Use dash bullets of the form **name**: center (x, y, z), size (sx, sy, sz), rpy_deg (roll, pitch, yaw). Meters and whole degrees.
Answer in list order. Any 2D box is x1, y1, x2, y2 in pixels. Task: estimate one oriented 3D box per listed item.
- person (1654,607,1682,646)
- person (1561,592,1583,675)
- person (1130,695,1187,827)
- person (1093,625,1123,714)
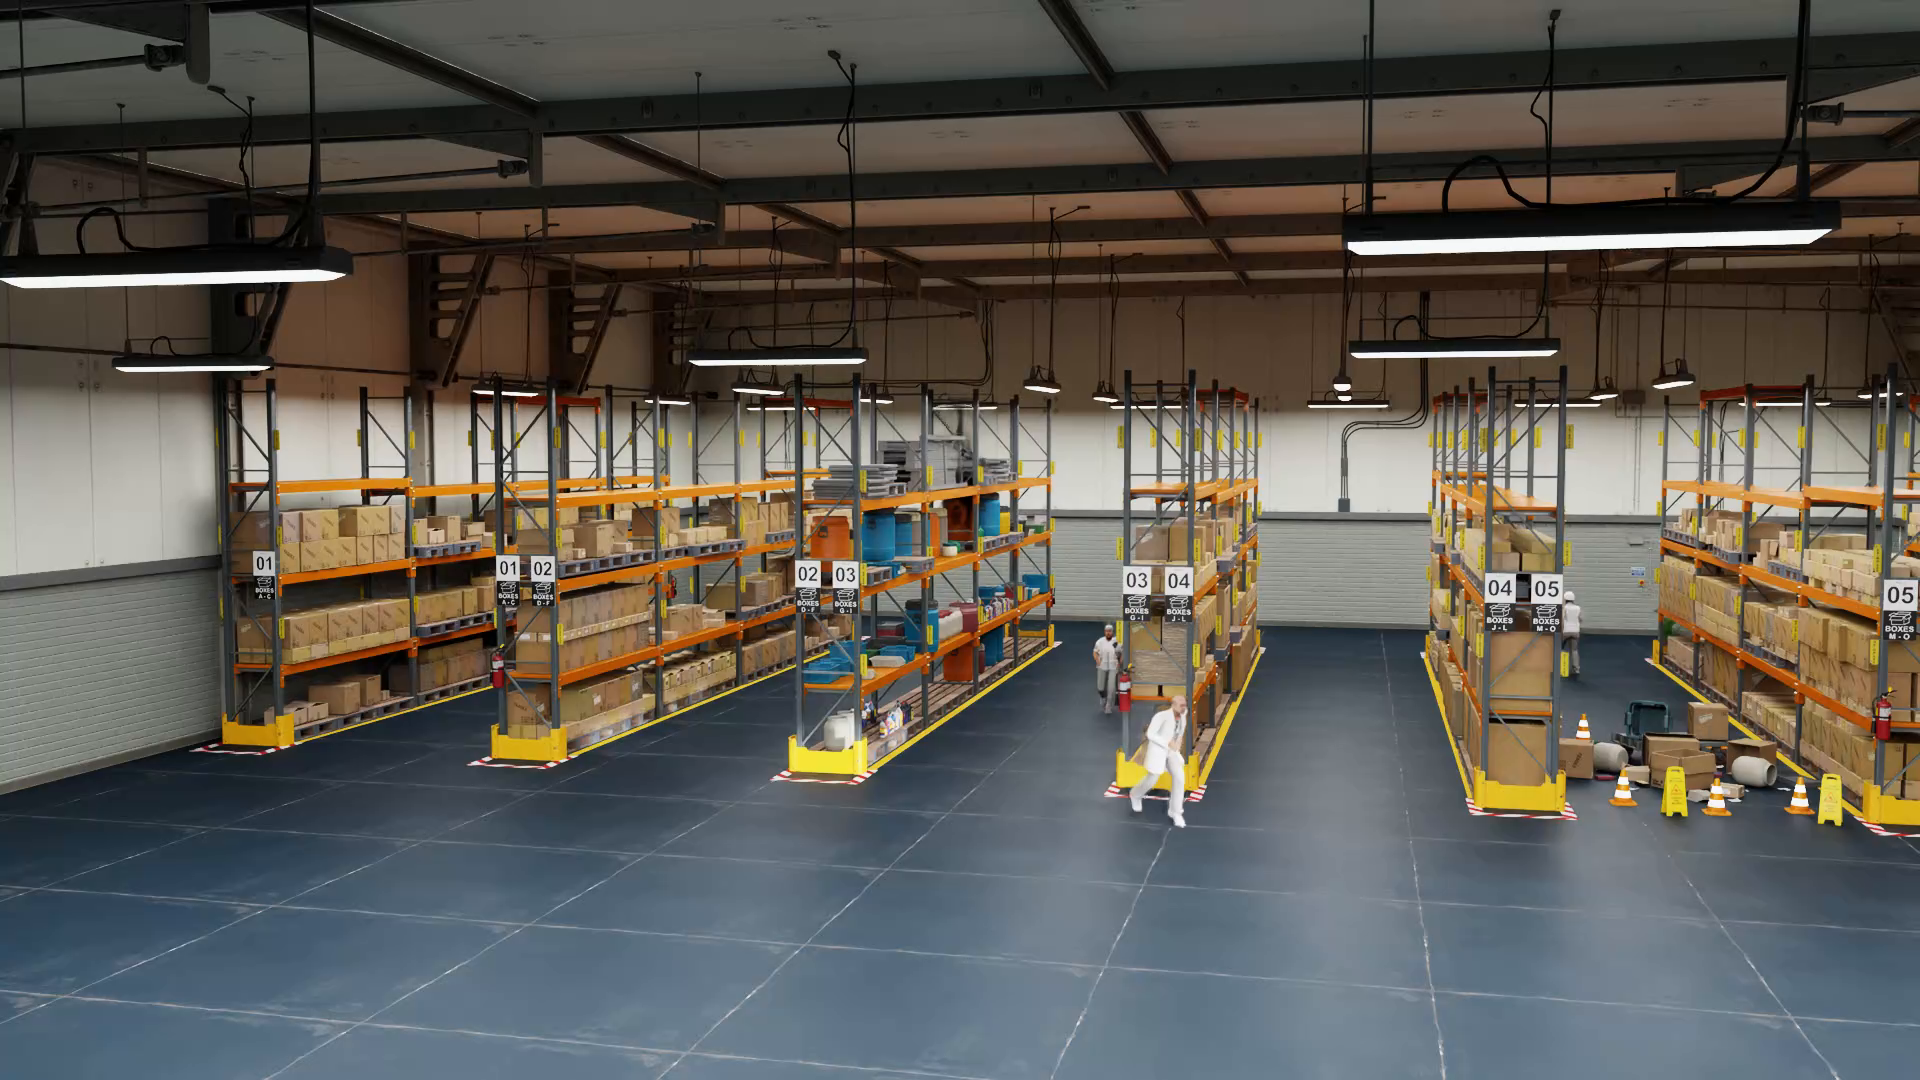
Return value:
- **person**: center (16.518, 1.813, 38.542), size (0.863, 1.771, 0.657), rpy_deg (0, 3, 2)
- **person**: center (12.921, 2.006, 35.268), size (0.599, 1.821, 0.831), rpy_deg (0, 3, 3)
- **person**: center (2.621, 2.861, 21.952), size (0.753, 1.744, 1.068), rpy_deg (-3, 4, -38)
- **person**: center (2.739, 2.360, 30.545), size (0.590, 1.622, 0.546), rpy_deg (1, 3, 9)
